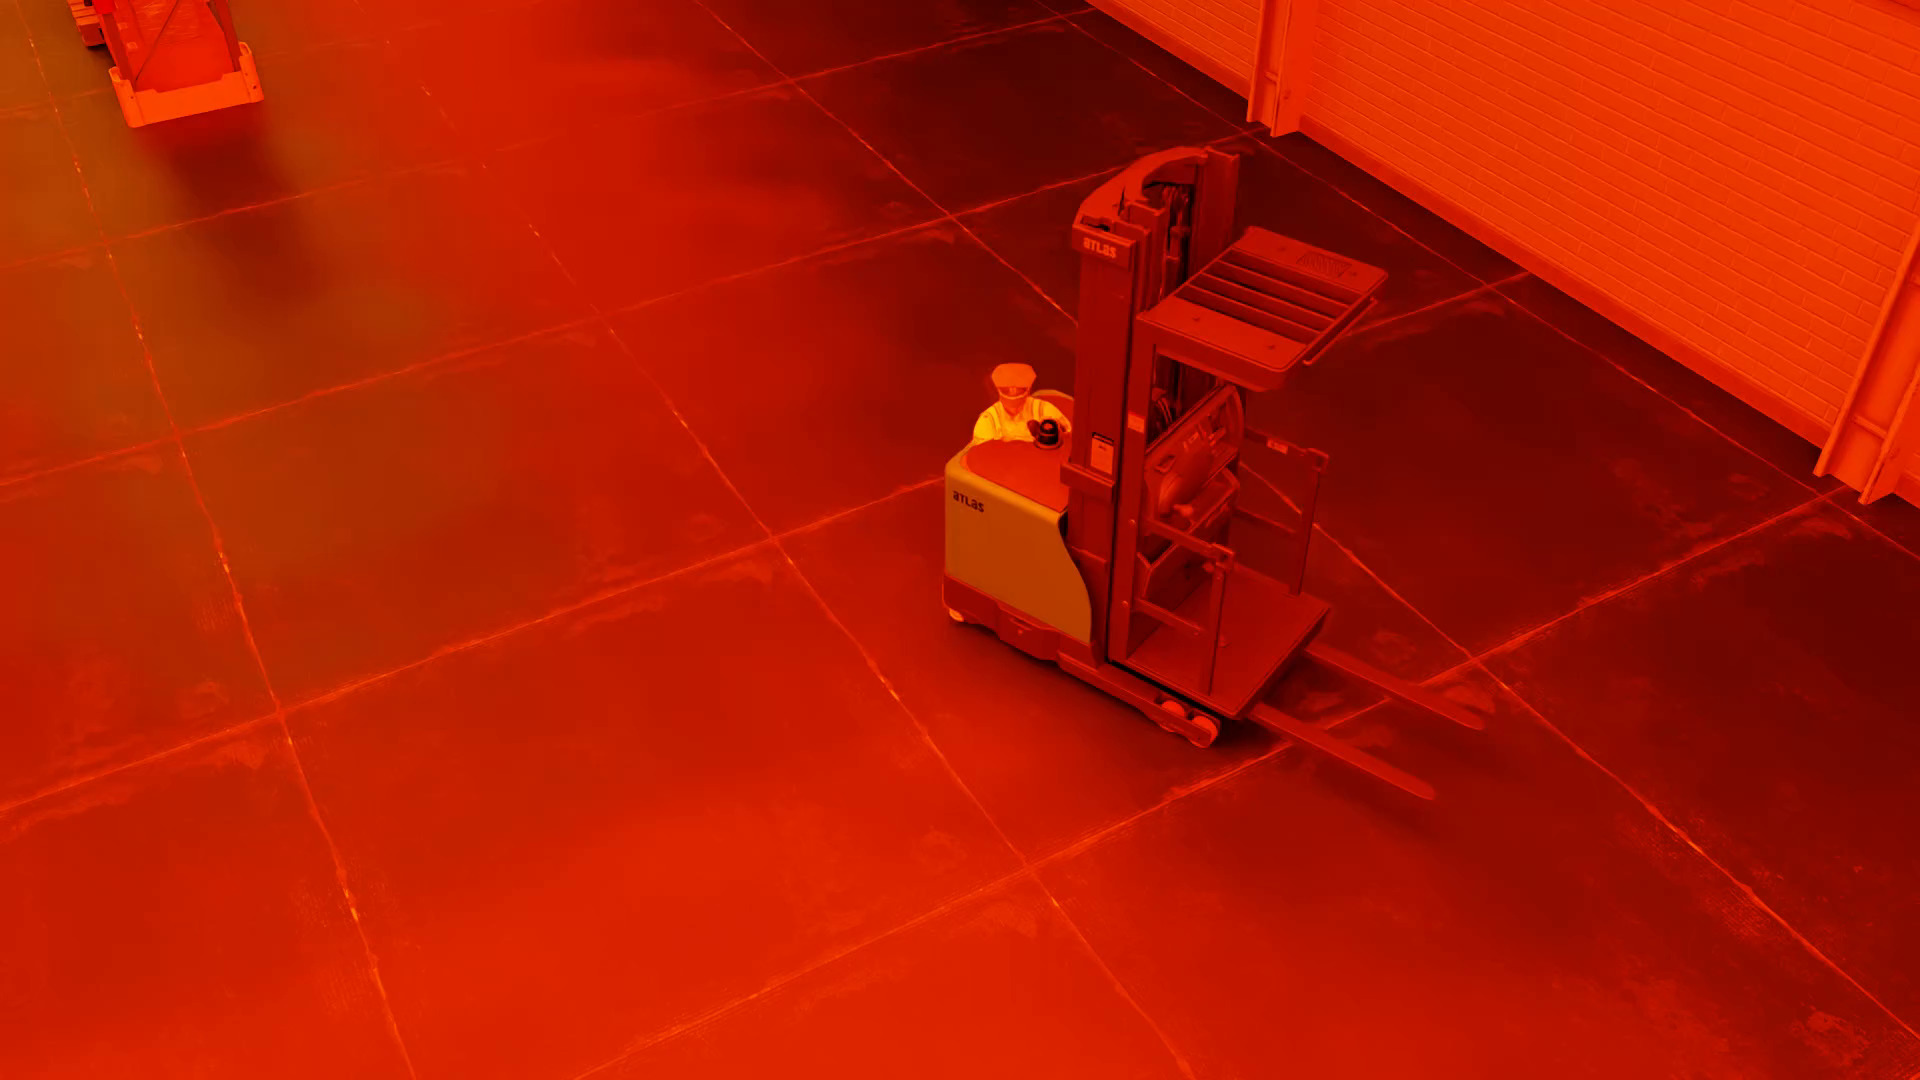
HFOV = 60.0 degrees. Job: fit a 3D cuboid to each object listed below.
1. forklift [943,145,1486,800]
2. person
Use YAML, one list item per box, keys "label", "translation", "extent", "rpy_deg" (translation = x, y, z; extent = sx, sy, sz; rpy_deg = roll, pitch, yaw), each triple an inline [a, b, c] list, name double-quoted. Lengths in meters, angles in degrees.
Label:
- label: "forklift"
  translation: [1.380, -0.397, 8.514]
  extent: [3.031, 2.935, 1.130]
  rpy_deg: [26, 46, 28]
- label: "person"
  translation: [0.342, -0.243, 9.435]
  extent: [0.830, 1.506, 0.645]
  rpy_deg: [0, 40, 0]
